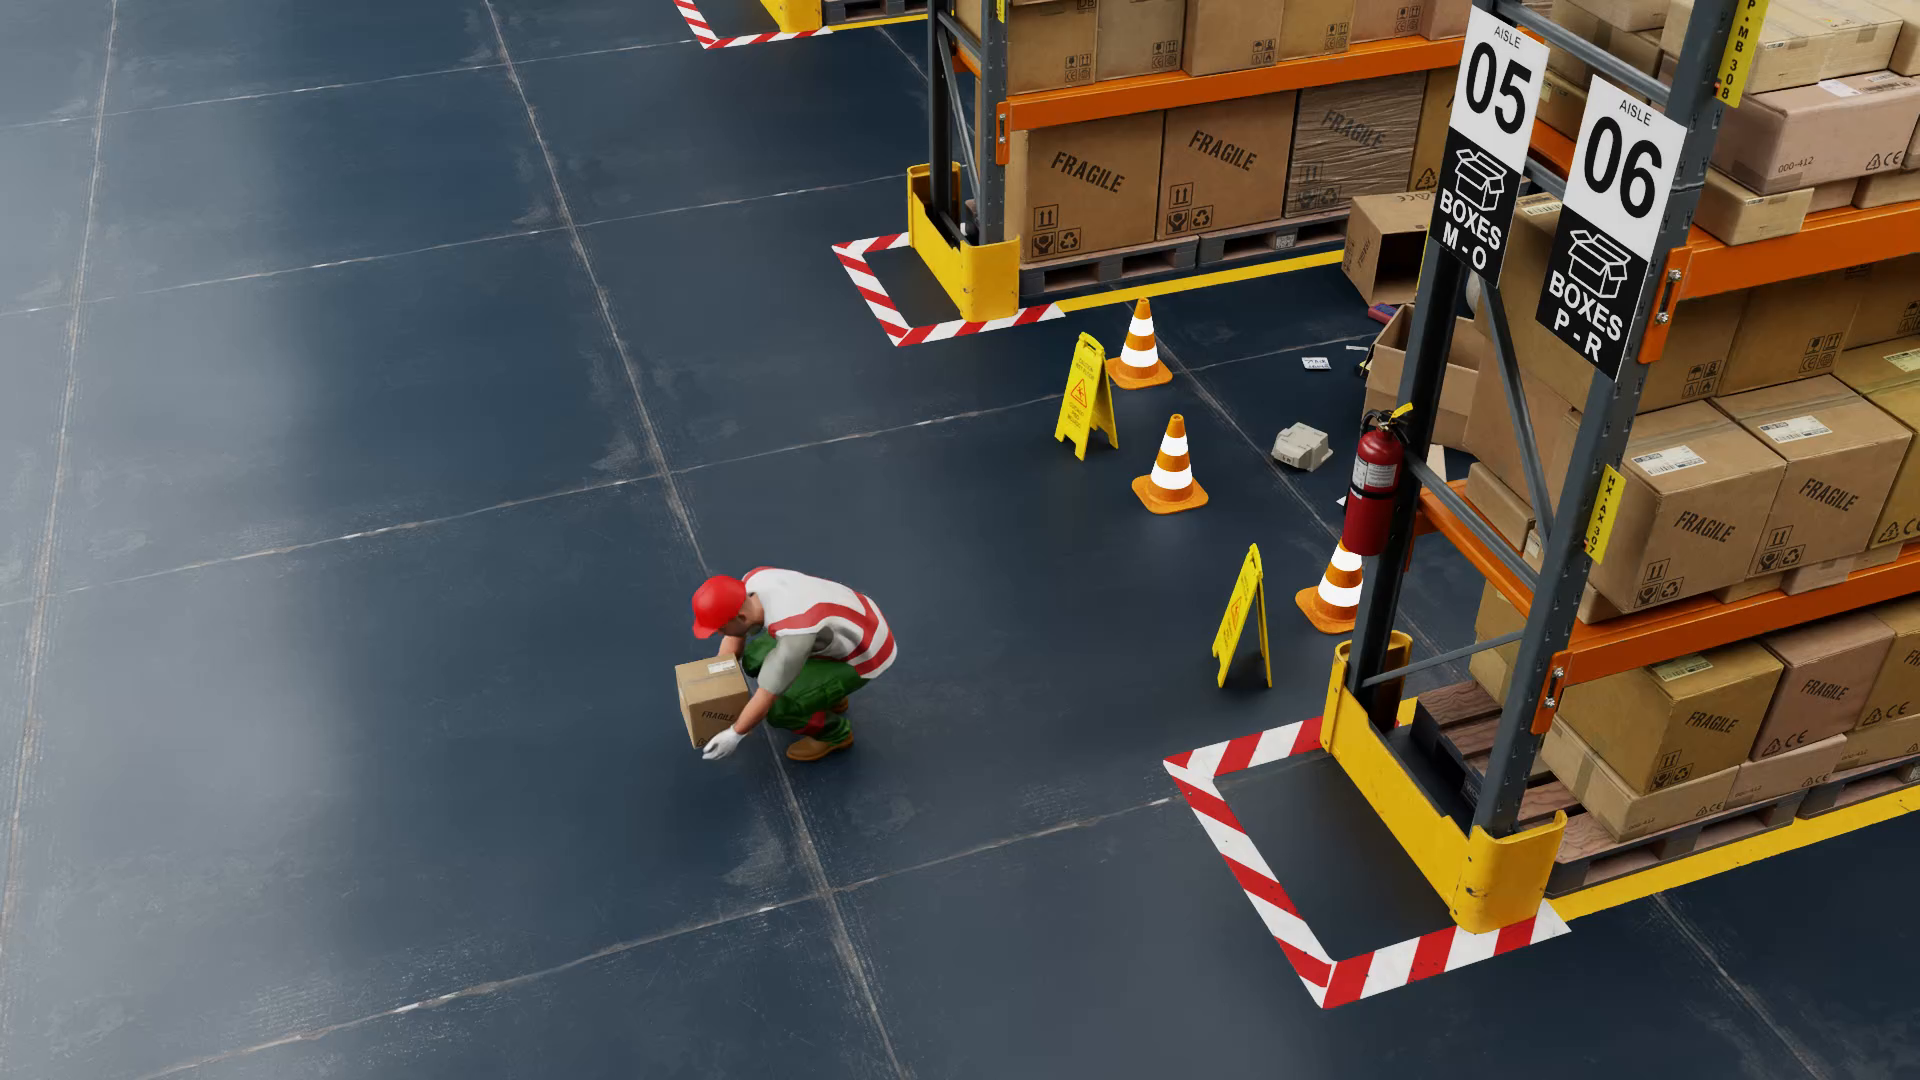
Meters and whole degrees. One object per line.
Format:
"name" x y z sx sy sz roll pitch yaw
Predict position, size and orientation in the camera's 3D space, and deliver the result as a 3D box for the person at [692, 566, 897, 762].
"person" -0.692 0.466 6.817 0.874 0.992 0.572 -12 39 -16
